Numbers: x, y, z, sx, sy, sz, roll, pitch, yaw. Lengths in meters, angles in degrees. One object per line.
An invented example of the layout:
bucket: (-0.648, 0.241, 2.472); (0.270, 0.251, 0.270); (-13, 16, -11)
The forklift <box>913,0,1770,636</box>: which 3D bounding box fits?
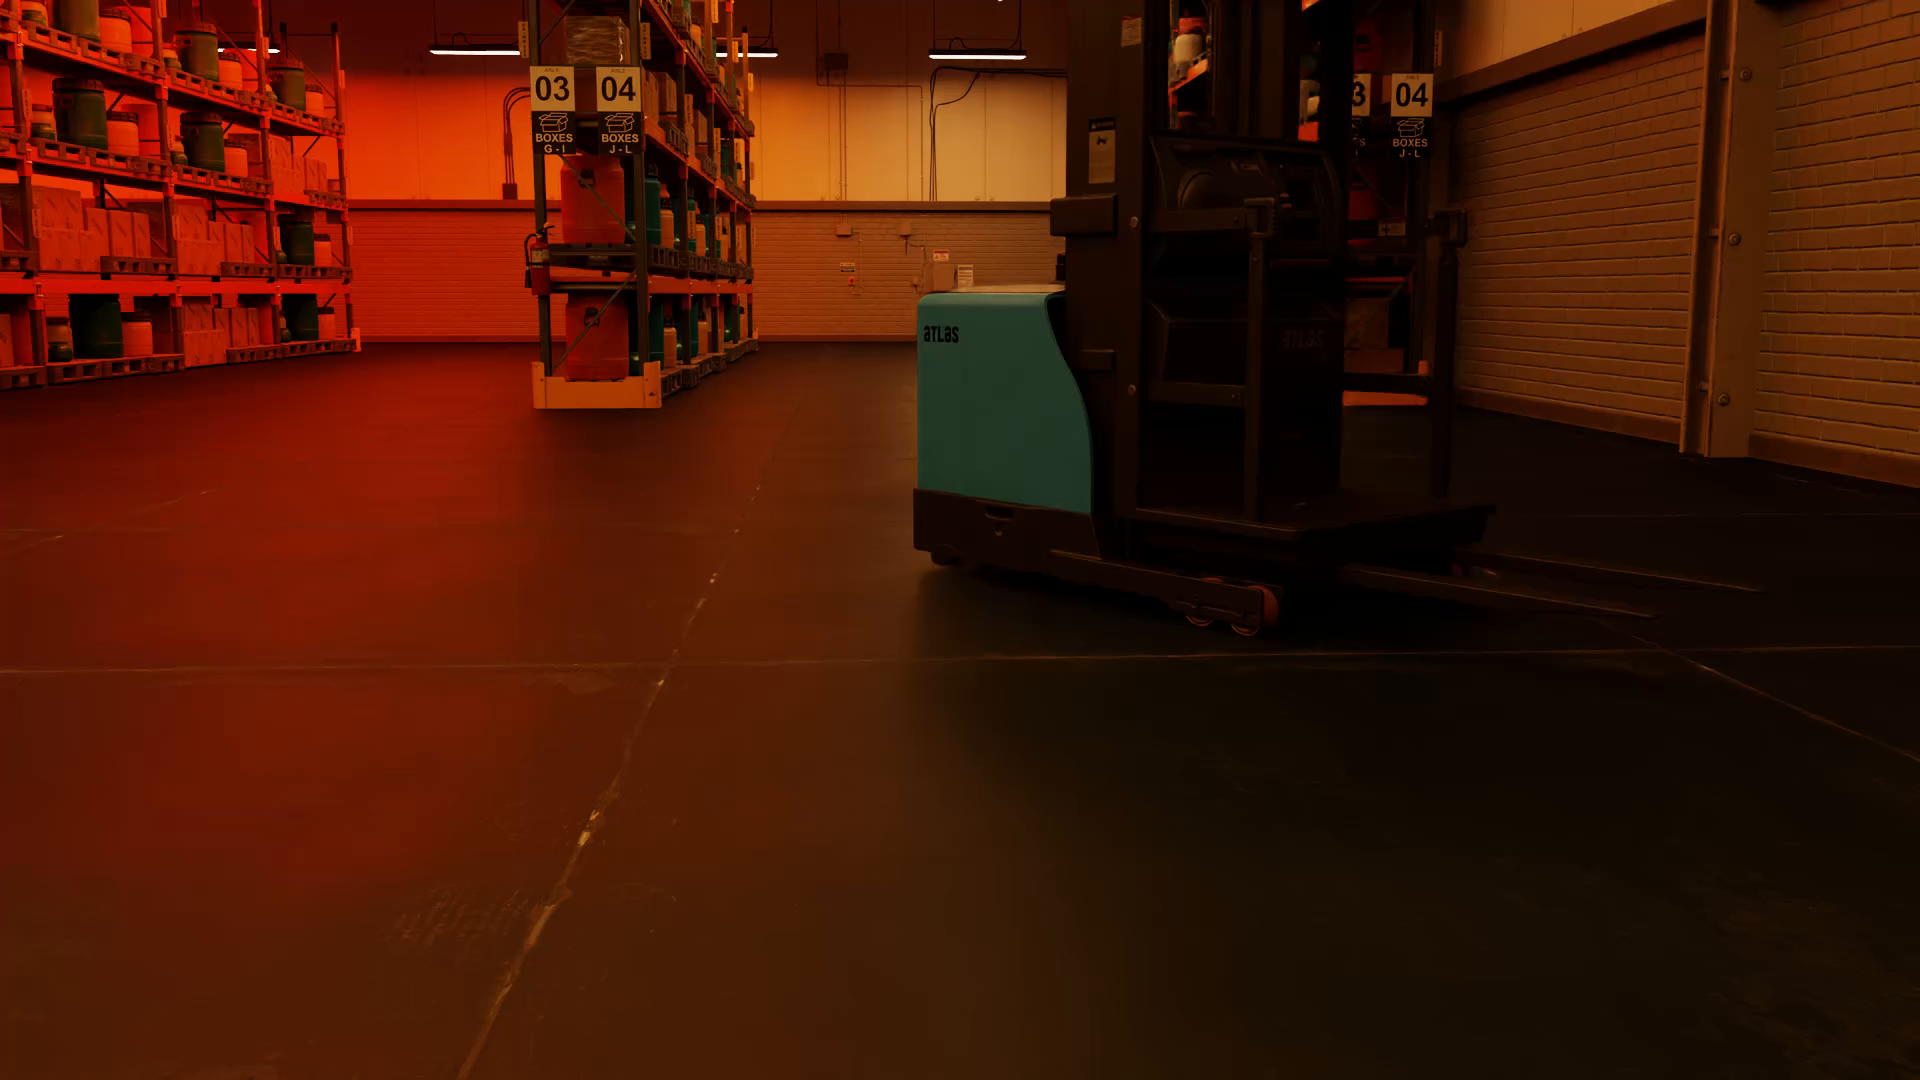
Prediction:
forklift: (1.137, -1.227, 5.597); (1.130, 2.935, 3.031); (-7, 11, -39)
